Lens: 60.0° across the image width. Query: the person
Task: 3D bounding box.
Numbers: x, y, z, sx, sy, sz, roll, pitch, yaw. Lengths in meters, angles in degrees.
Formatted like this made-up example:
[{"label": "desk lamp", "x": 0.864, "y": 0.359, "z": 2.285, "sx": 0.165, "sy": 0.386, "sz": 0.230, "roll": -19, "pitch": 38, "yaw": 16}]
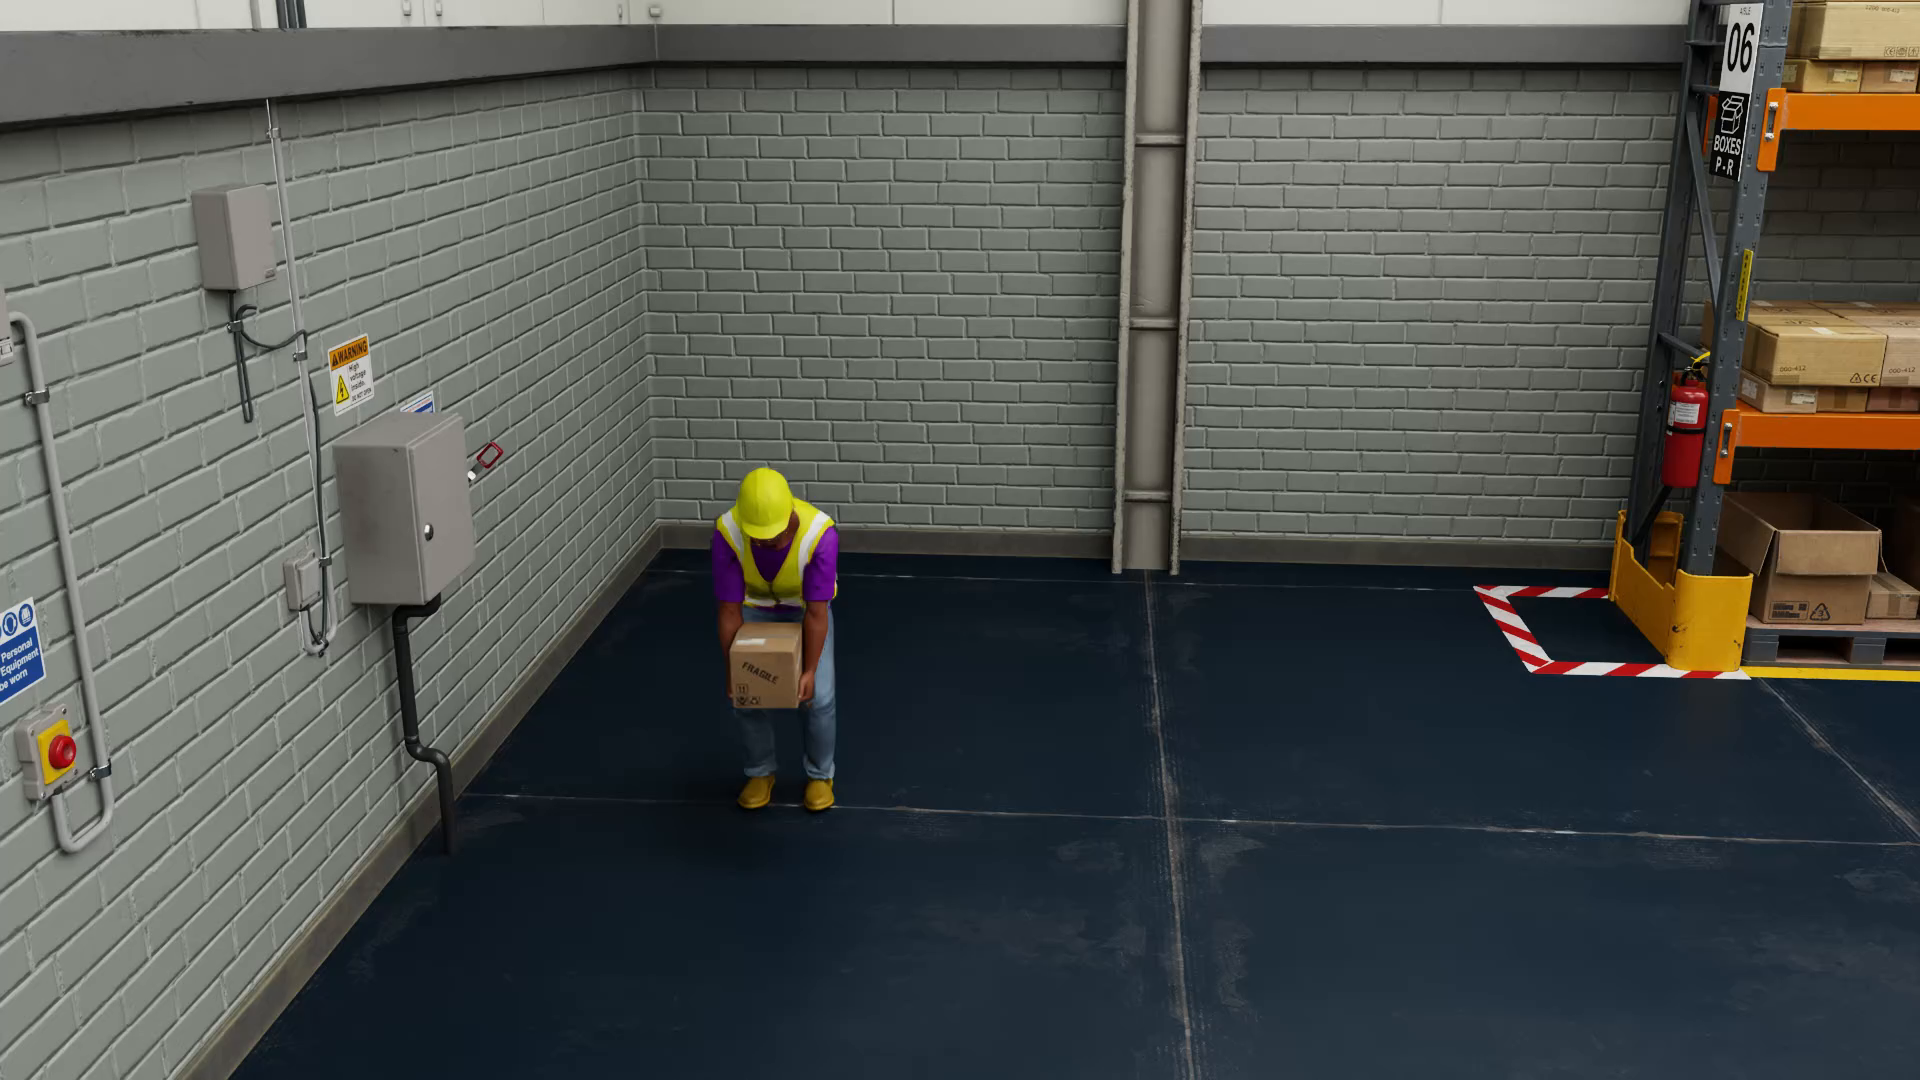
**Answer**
[{"label": "person", "x": -0.714, "y": 0.395, "z": 6.619, "sx": 0.488, "sy": 1.542, "sz": 0.802, "roll": 1, "pitch": 17, "yaw": 3}]
